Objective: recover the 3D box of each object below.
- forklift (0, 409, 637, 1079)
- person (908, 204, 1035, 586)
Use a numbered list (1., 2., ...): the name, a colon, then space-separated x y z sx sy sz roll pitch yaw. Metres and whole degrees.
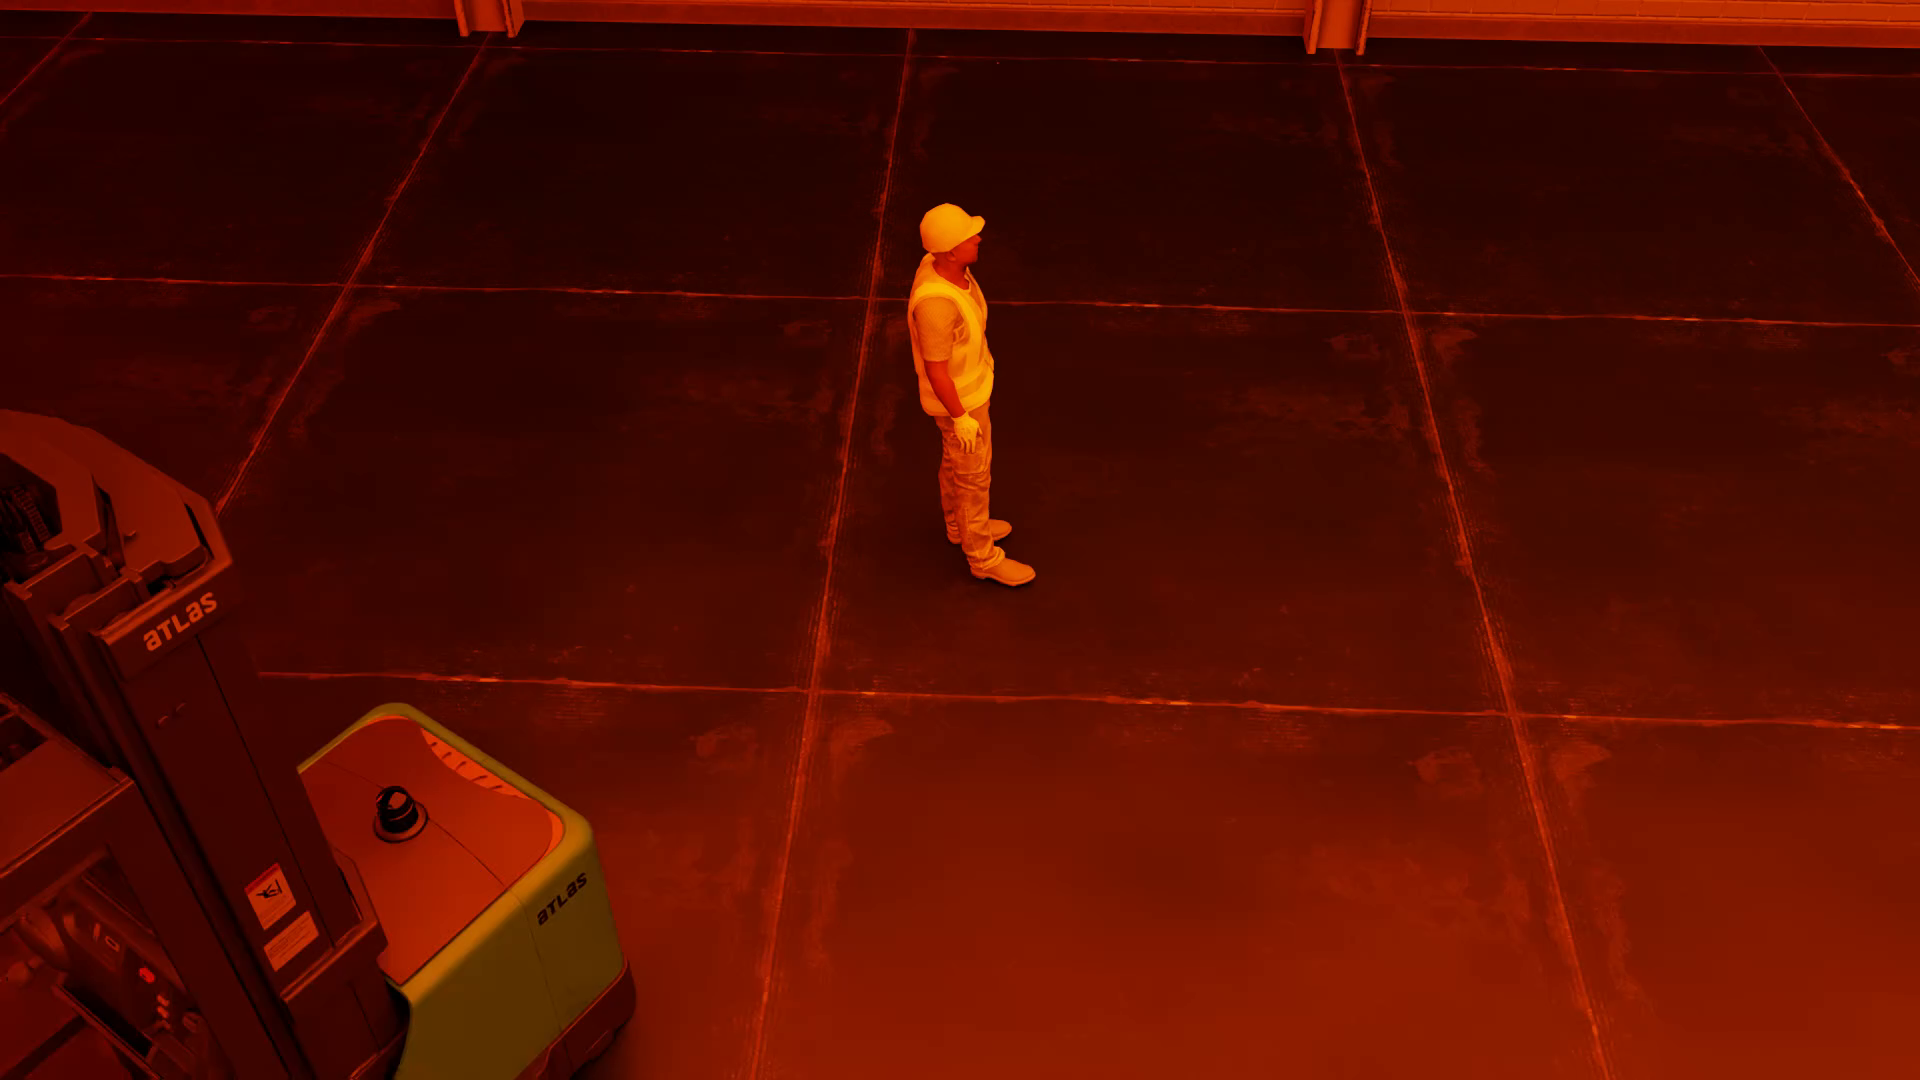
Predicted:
1. forklift: -2.429 1.243 4.381 1.130 2.935 3.031 26 48 25
2. person: 0.072 -0.654 7.303 0.575 1.779 0.657 2 42 2
